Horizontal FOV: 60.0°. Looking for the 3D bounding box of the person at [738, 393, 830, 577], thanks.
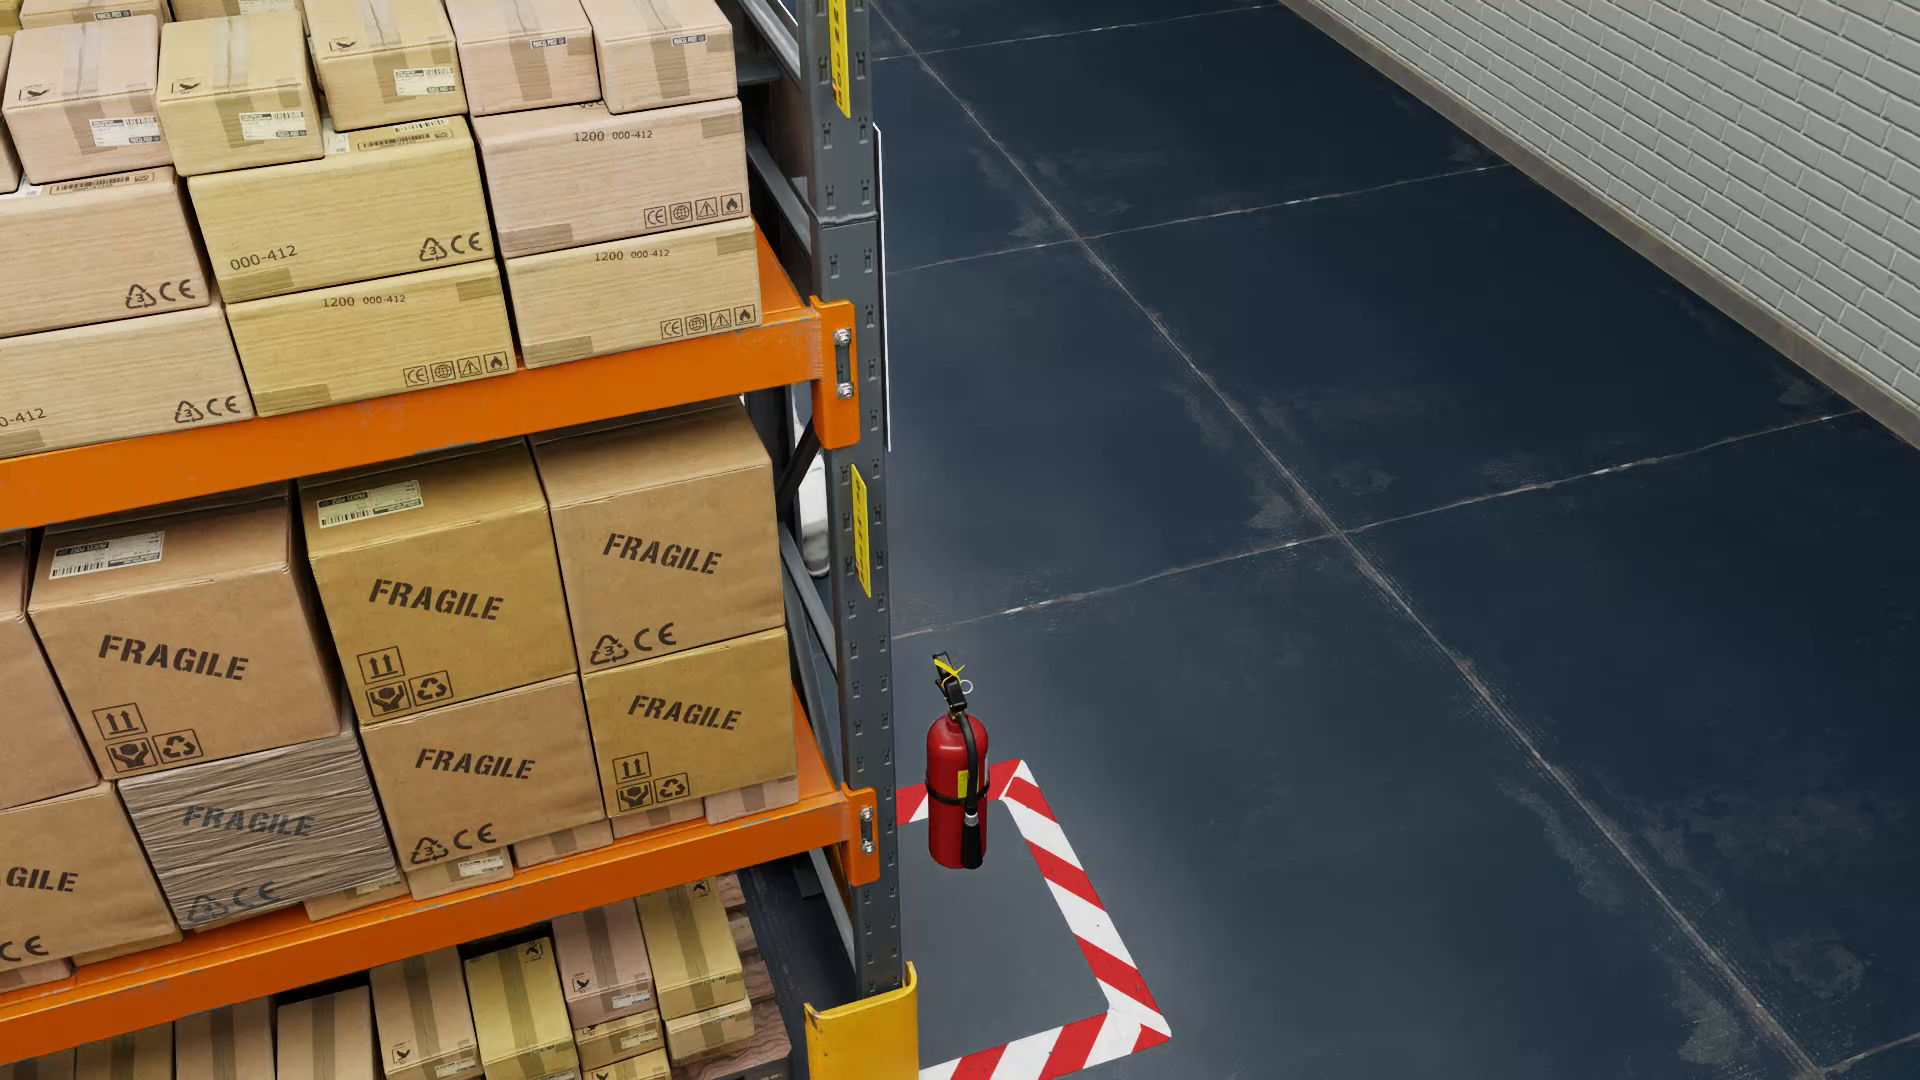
[{"bbox_3d":[-0.845,-0.234,7.256,0.523,0.806,0.906,-13,40,-16],"label":"person"}]
